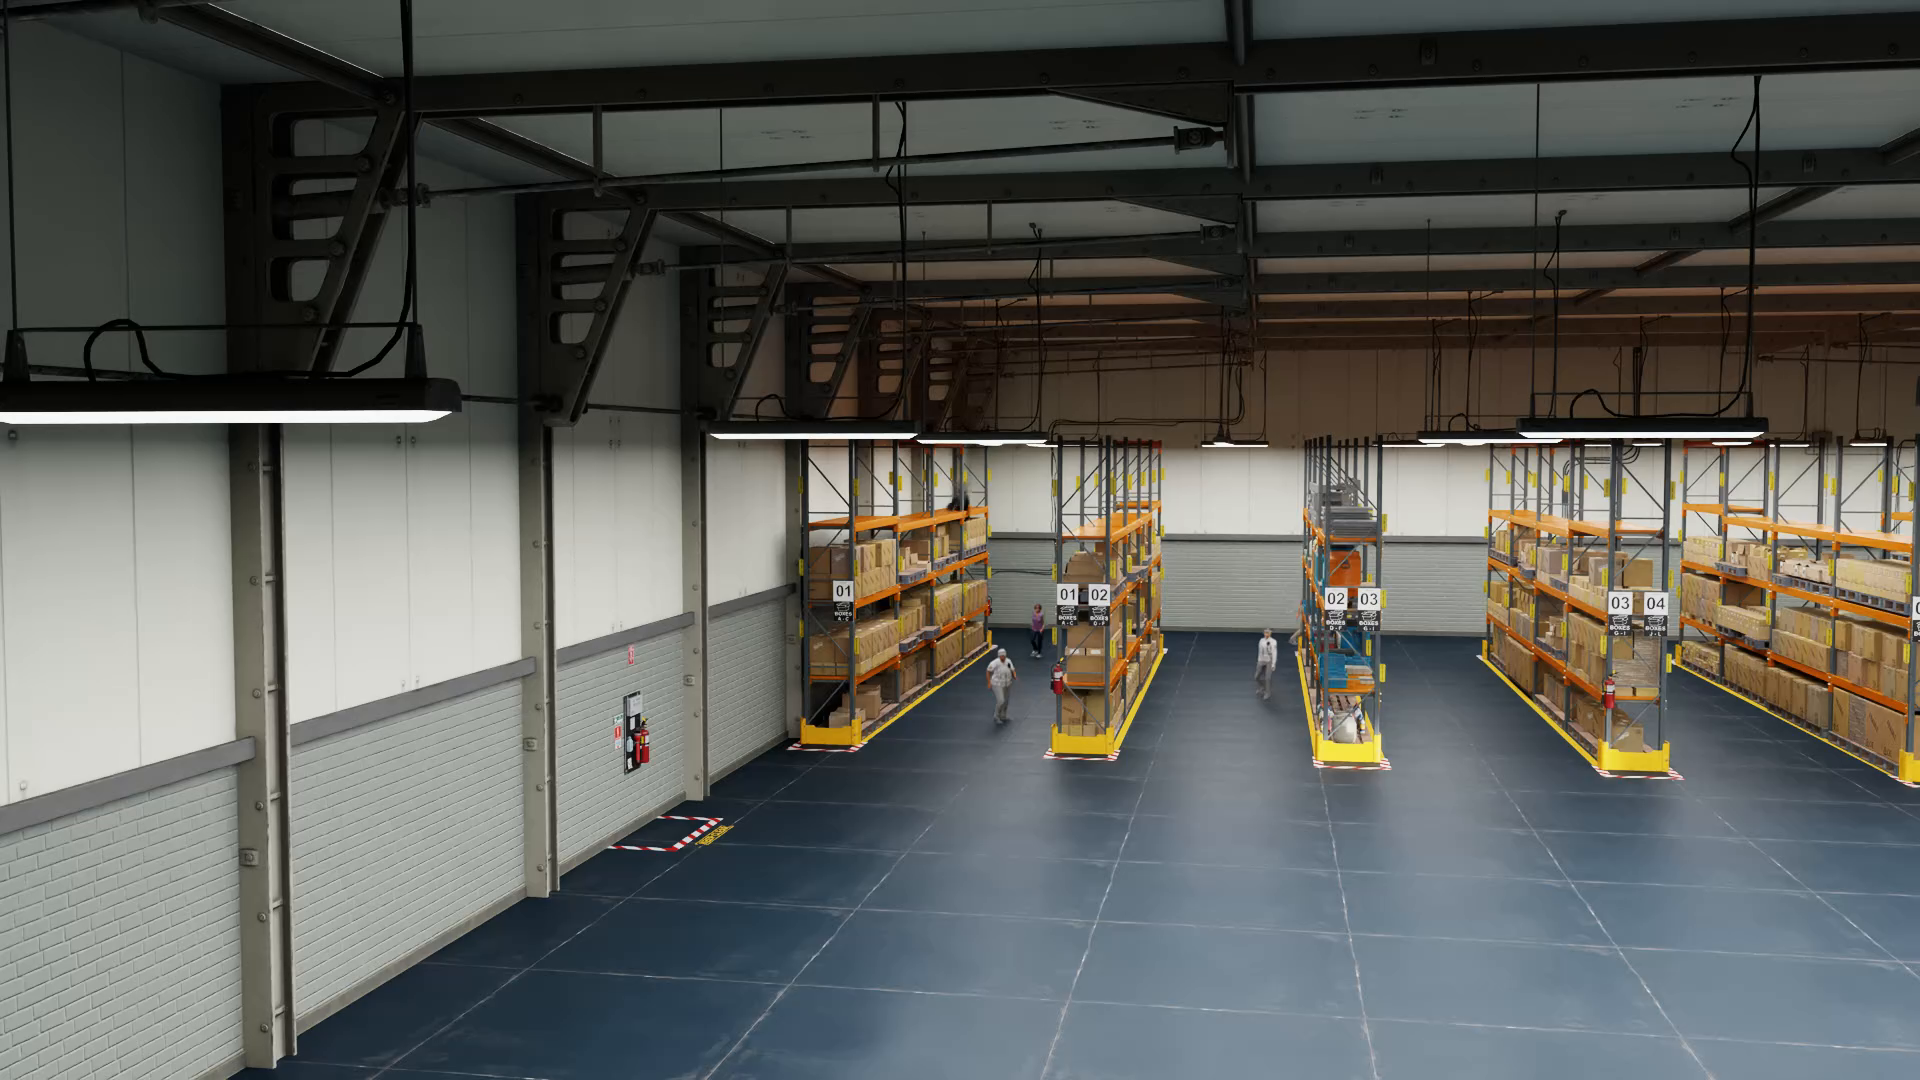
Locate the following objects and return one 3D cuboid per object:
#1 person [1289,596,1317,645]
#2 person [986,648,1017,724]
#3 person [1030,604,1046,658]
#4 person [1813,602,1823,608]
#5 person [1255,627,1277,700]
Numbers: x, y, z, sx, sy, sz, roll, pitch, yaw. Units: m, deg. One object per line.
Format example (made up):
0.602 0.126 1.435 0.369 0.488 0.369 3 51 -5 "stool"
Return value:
10.109 2.320 48.333 1.135 1.559 0.659 2 4 39 "person"
0.917 3.079 34.944 0.649 1.640 0.799 -2 4 -35 "person"
2.156 2.490 45.542 0.508 1.532 0.697 1 3 22 "person"
23.317 2.427 45.243 0.849 1.710 0.556 0 3 1 "person"
7.050 2.833 38.266 0.602 1.698 0.473 3 4 43 "person"
